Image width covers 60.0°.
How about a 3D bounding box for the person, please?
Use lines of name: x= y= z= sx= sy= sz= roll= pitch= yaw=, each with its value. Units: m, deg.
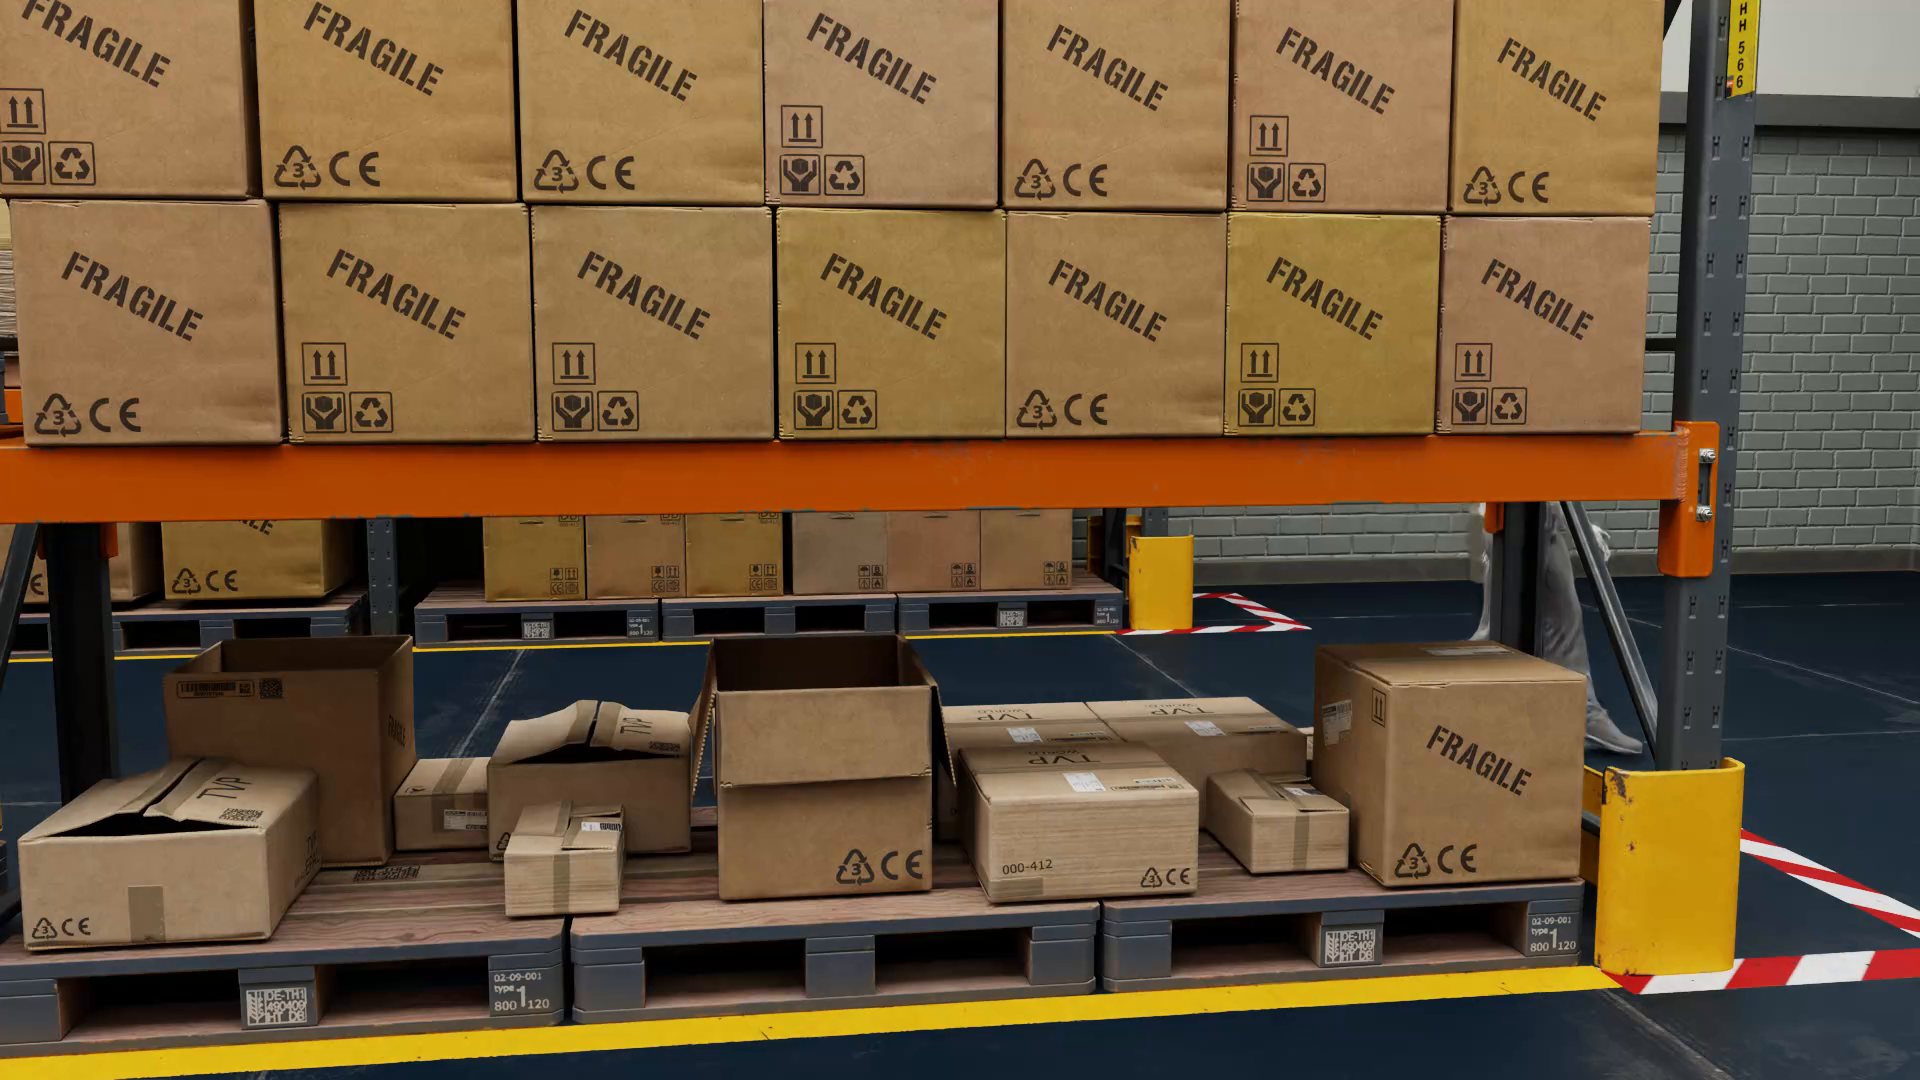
person: x=2.109 y=-0.020 z=5.963 sx=0.758 sy=1.665 sz=0.548 roll=2 pitch=7 yaw=15
